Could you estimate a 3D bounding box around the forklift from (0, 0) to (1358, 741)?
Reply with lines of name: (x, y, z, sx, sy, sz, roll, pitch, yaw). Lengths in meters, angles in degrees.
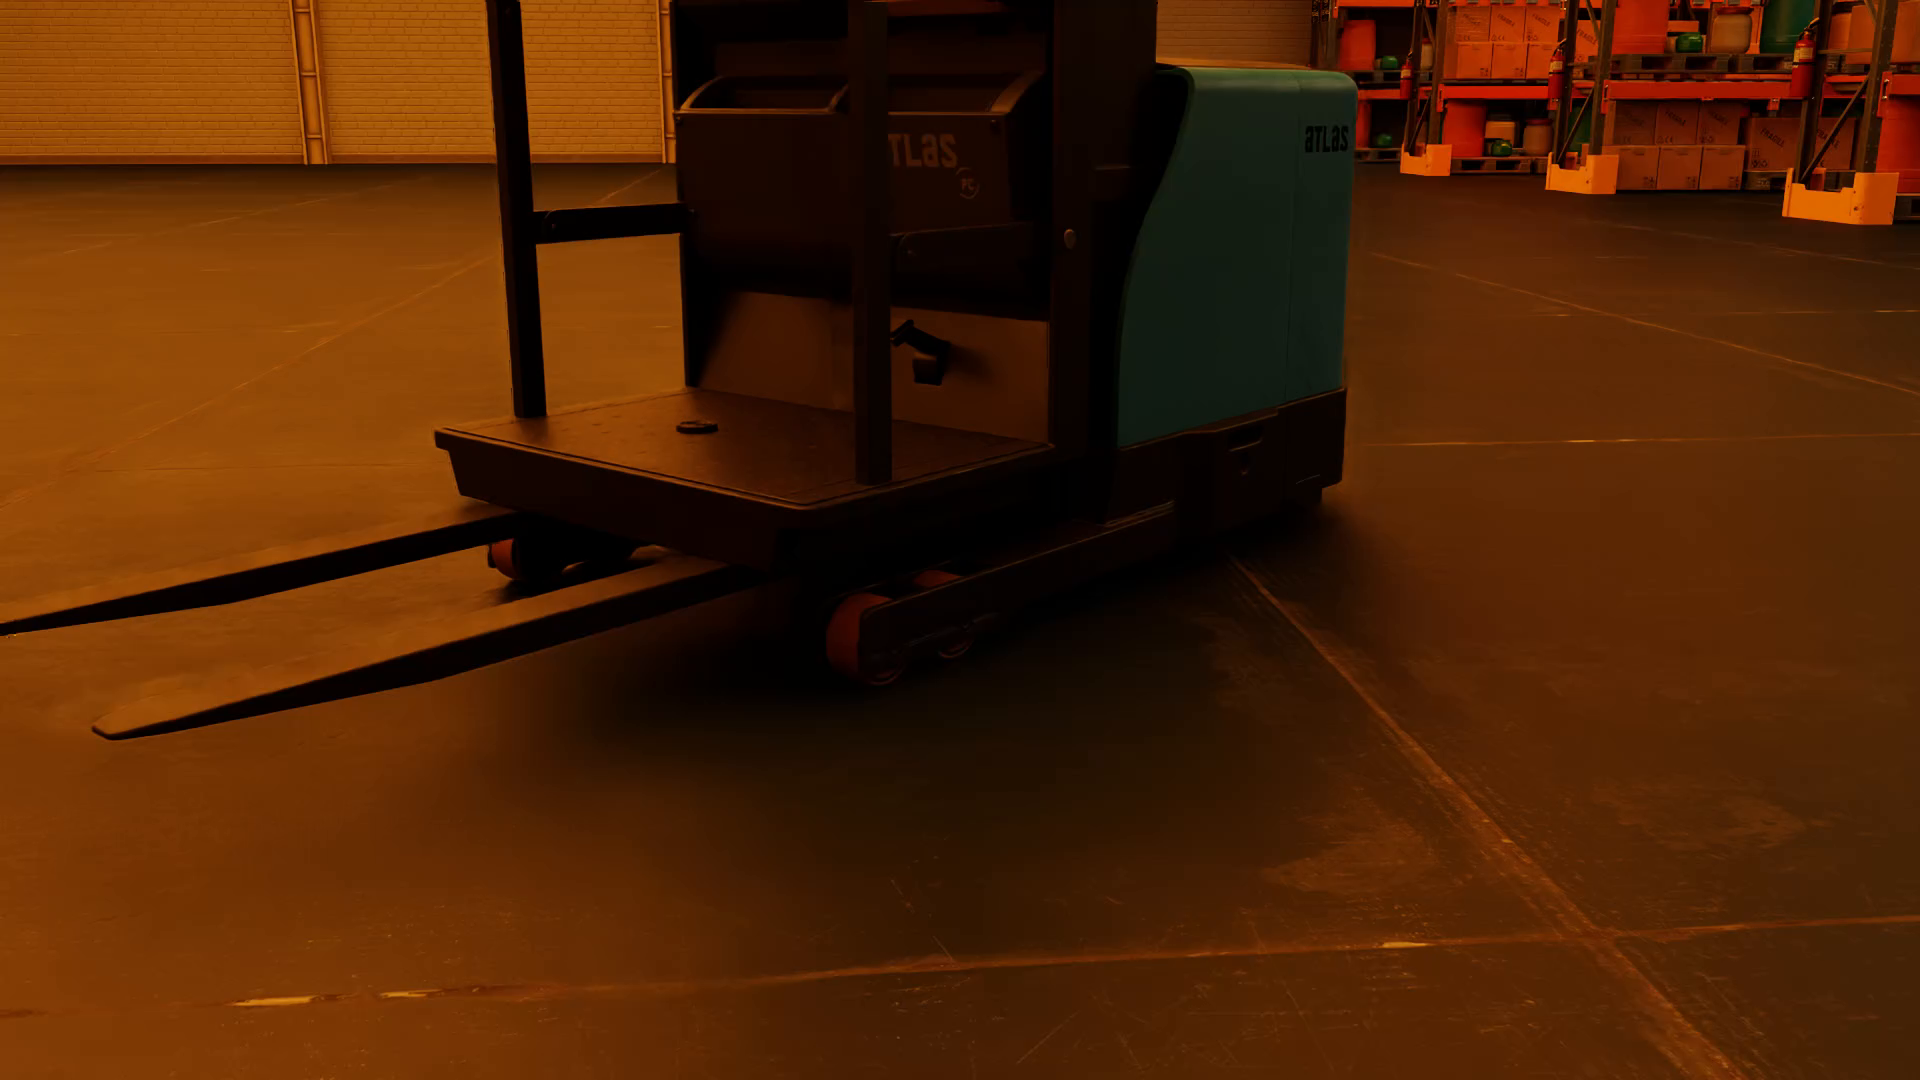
forklift: (-0.359, -1.301, 3.120, 1.130, 2.935, 3.031, 12, 19, 38)
